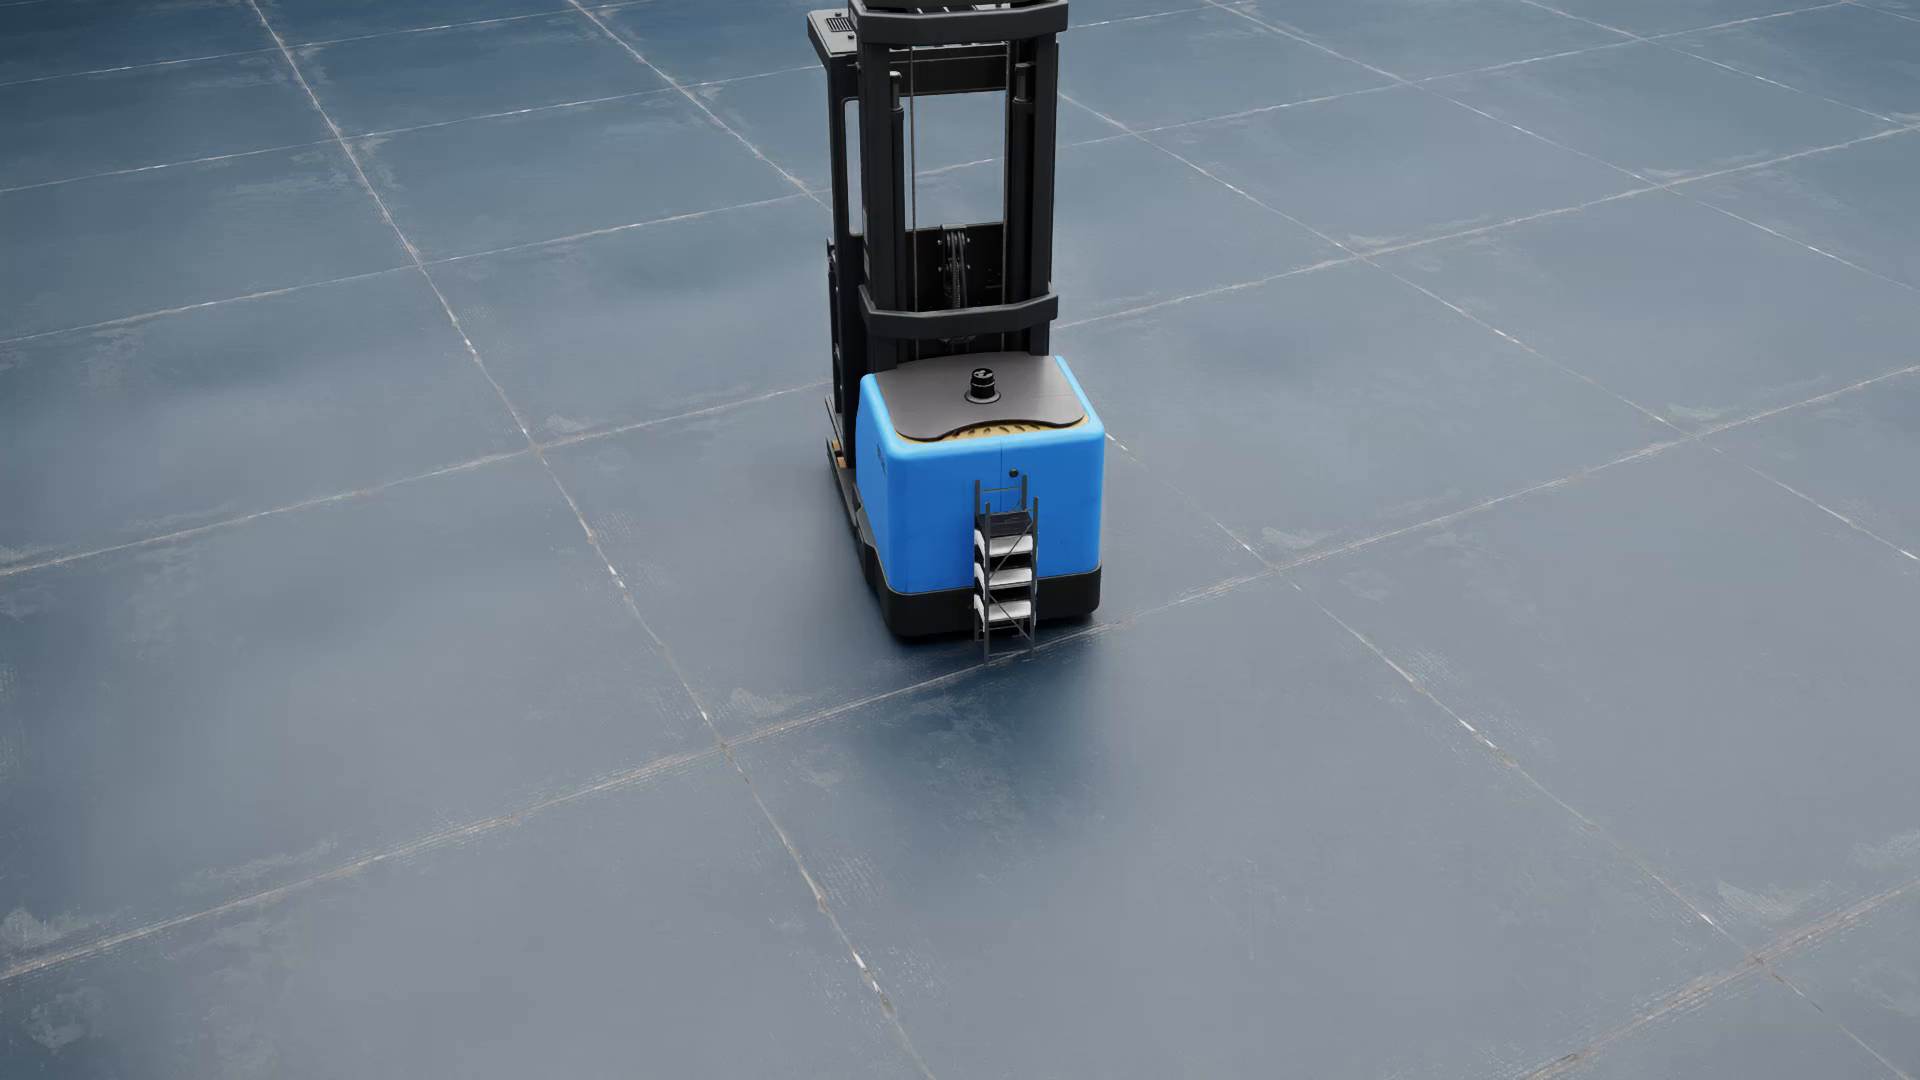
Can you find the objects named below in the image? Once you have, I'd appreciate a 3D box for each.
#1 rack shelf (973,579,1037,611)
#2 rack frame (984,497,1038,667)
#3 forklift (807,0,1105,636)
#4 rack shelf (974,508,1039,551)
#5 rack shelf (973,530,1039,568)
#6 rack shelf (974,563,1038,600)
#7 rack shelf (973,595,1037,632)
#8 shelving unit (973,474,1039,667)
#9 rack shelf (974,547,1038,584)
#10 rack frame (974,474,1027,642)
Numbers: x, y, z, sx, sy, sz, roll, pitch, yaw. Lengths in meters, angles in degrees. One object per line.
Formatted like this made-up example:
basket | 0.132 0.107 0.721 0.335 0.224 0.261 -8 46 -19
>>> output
rack shelf | 0.208 0.253 7.750 0.258 0.077 0.200 -7 33 -10
rack frame | 0.230 0.203 7.599 0.240 0.900 0.006 -7 33 -10
forklift | -0.132 -1.562 8.471 1.130 2.935 3.031 -7 33 -10
rack shelf | 0.208 -0.050 7.555 0.258 0.077 0.200 -7 33 -10
rack shelf | 0.208 0.026 7.604 0.258 0.077 0.200 -7 33 -10
rack shelf | 0.208 0.177 7.701 0.258 0.077 0.200 -7 33 -10
rack shelf | 0.208 0.329 7.798 0.258 0.077 0.200 -7 33 -10
shelving unit | 0.208 0.149 7.683 0.258 0.900 0.210 -7 33 -10
rack shelf | 0.208 0.101 7.652 0.258 0.077 0.200 -7 33 -10
rack frame | 0.187 0.096 7.767 0.240 0.900 0.006 -7 33 -10
